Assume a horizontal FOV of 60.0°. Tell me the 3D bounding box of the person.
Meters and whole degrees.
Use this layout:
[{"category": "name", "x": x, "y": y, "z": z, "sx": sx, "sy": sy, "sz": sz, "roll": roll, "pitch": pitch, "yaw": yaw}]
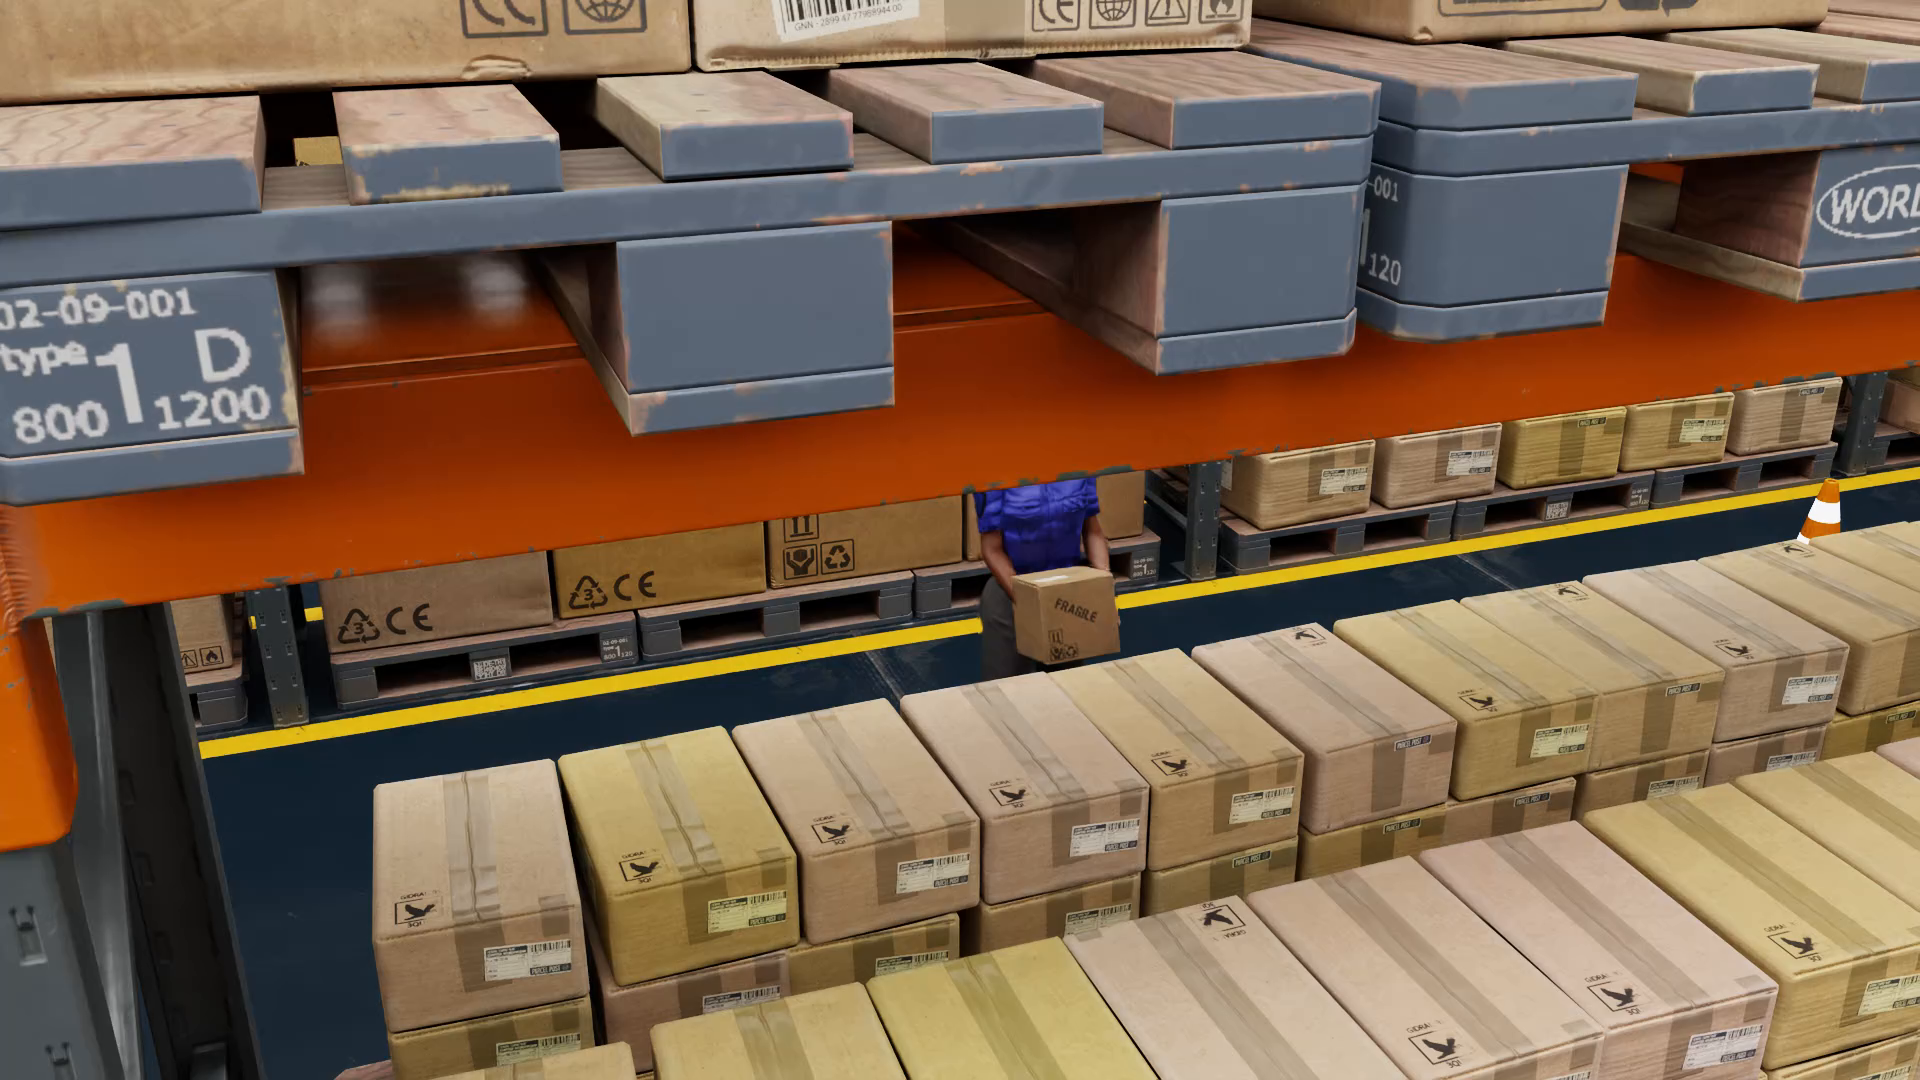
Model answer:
[{"category": "person", "x": 0.283, "y": 0.263, "z": 5.470, "sx": 0.479, "sy": 1.656, "sz": 0.503, "roll": -11, "pitch": 25, "yaw": -25}]
